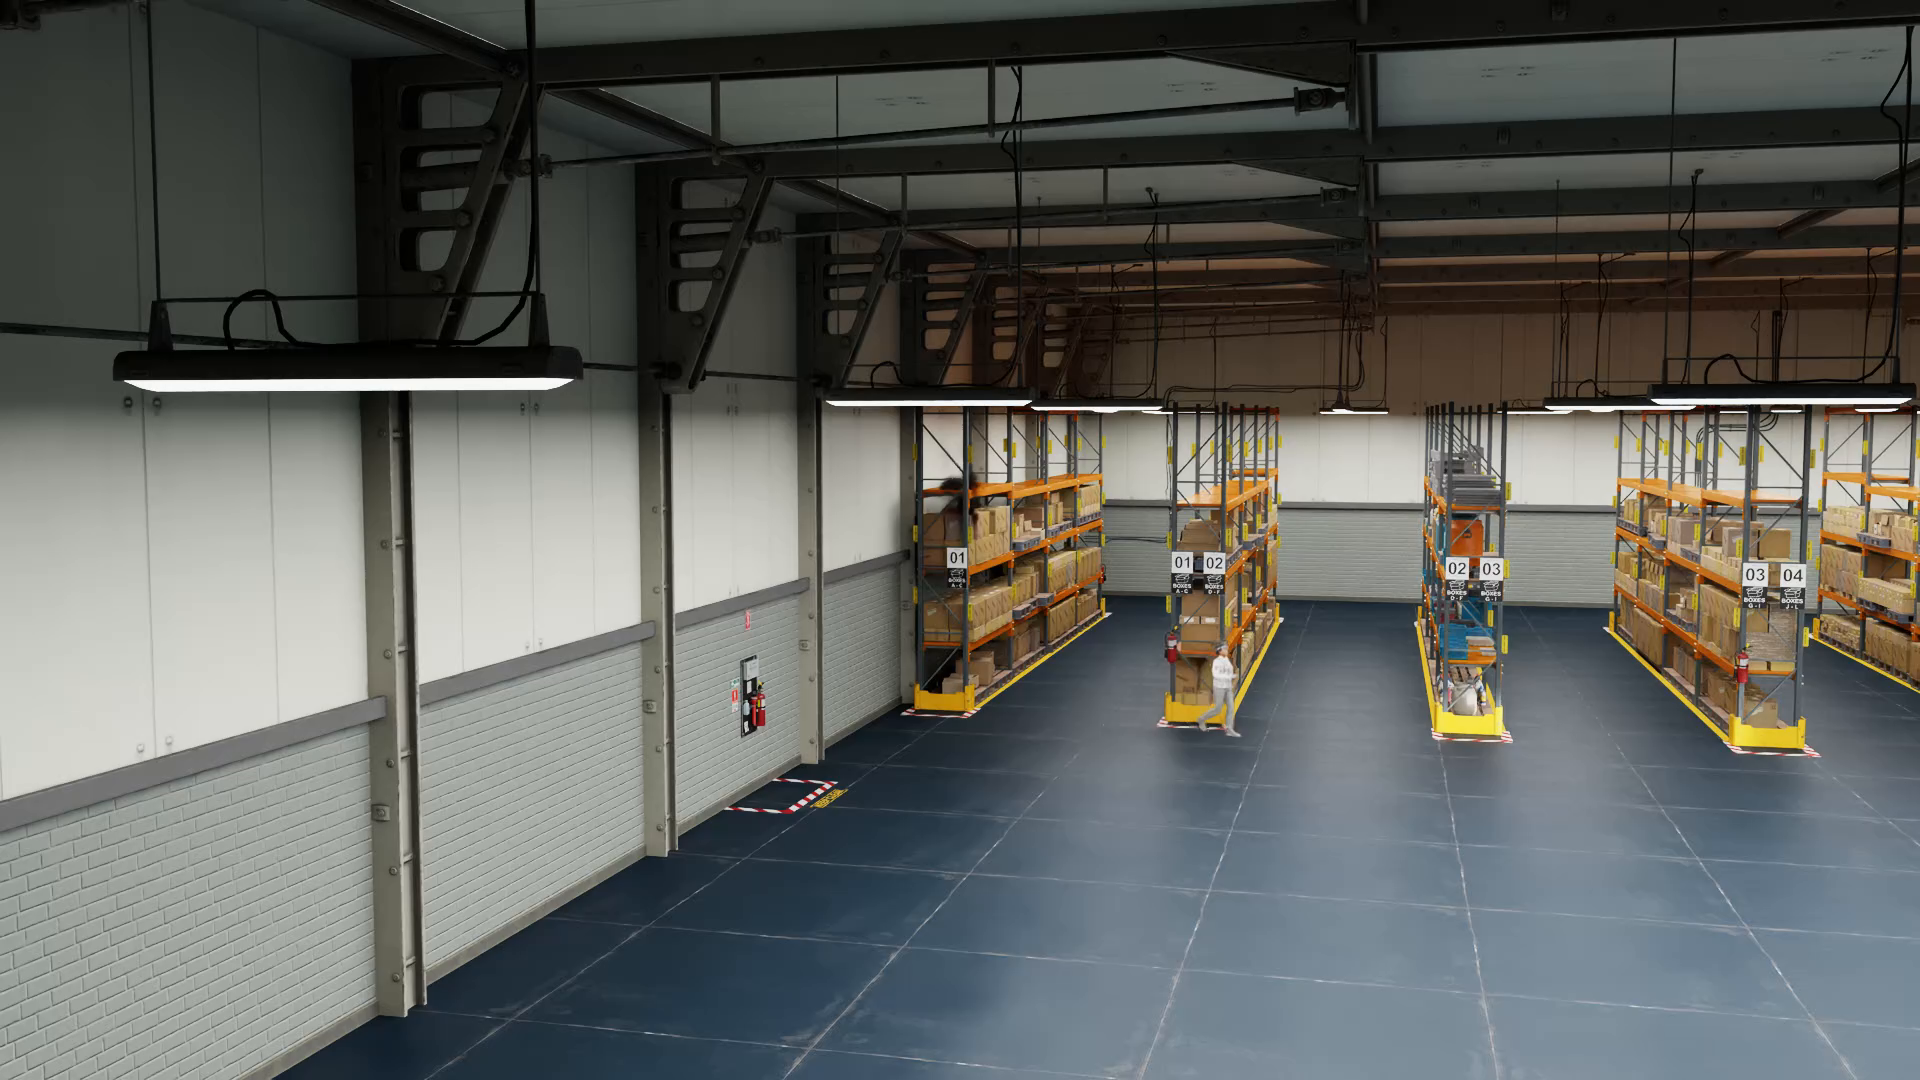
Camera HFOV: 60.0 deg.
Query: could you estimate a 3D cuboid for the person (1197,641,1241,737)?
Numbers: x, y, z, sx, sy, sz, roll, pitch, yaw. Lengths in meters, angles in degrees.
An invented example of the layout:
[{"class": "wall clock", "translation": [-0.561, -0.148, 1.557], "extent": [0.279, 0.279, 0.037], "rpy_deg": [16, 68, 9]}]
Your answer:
[{"class": "person", "translation": [4.607, 2.617, 29.407], "extent": [0.836, 1.666, 0.620], "rpy_deg": [3, 5, 39]}]
